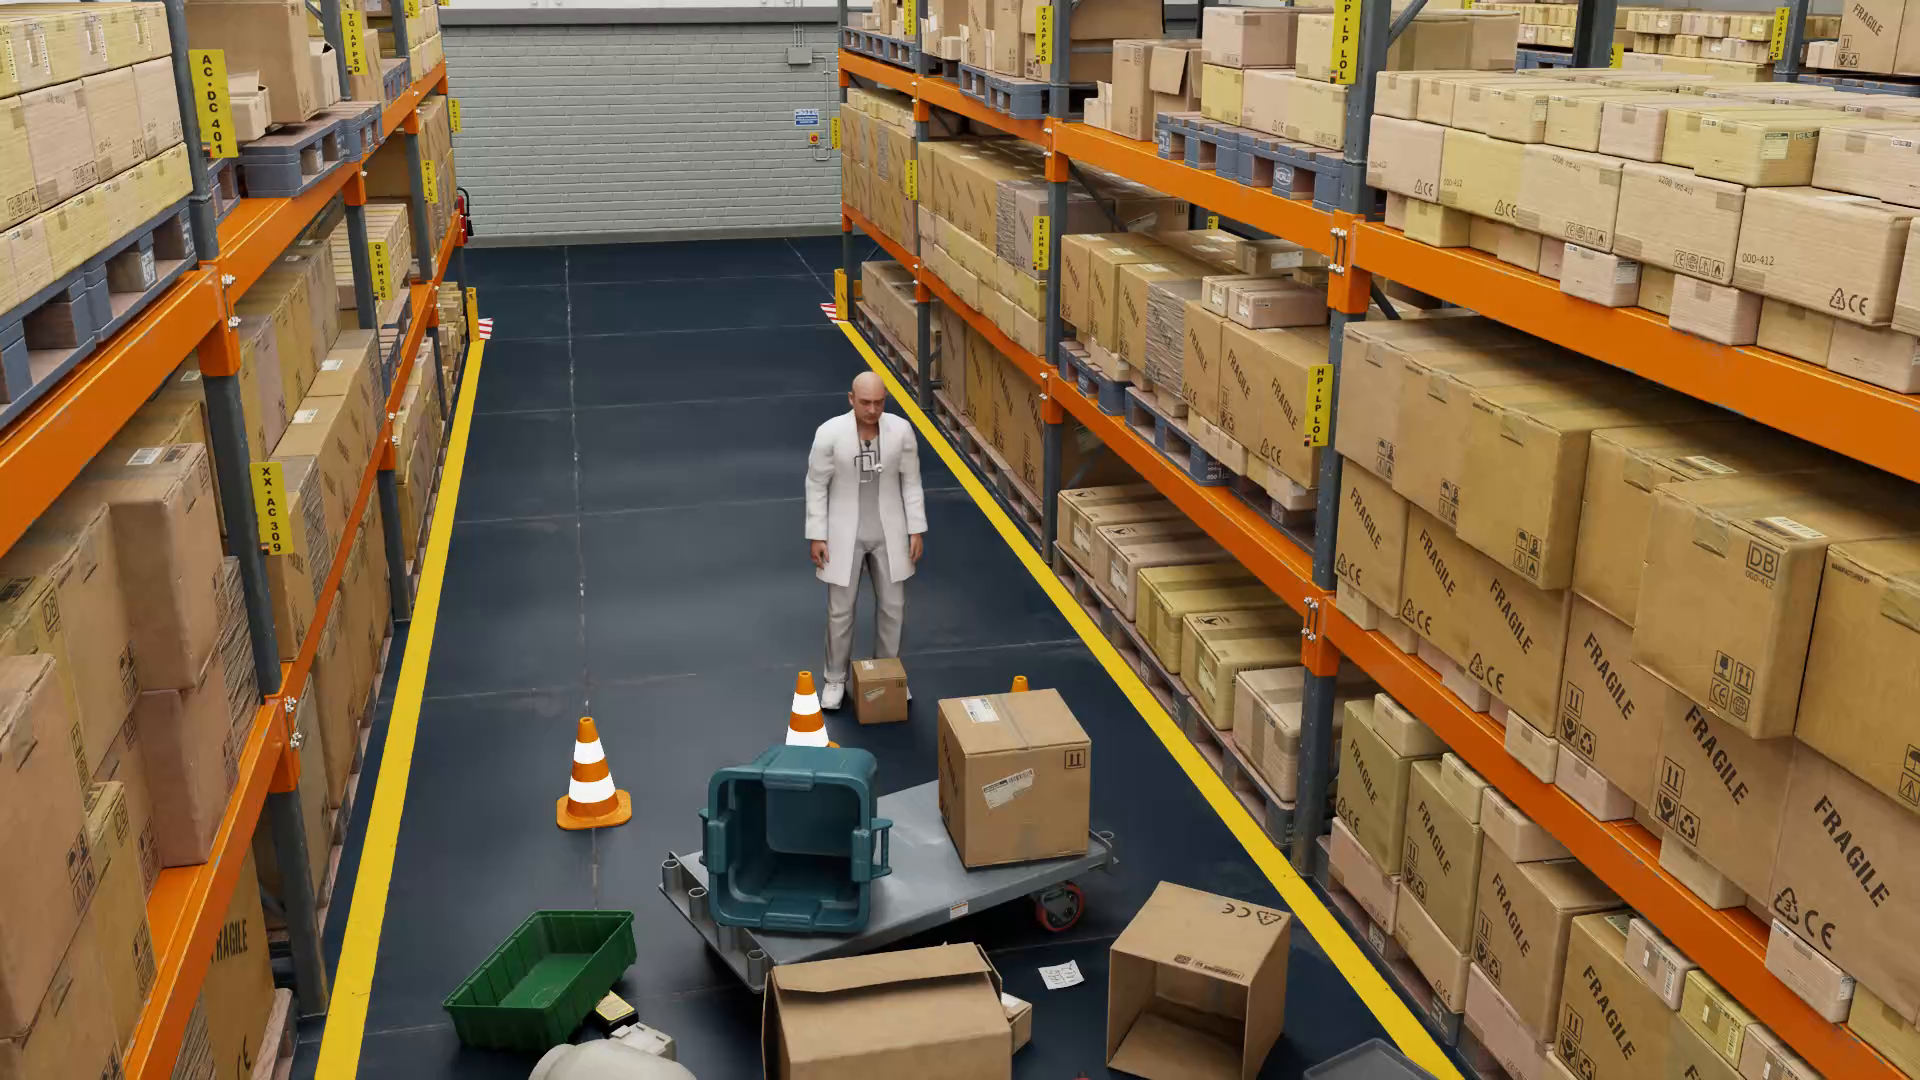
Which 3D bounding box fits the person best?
[{"bbox_3d":[-0.485,-0.014,8.629,0.643,1.774,0.423,-4,20,-12],"label":"person"}]
